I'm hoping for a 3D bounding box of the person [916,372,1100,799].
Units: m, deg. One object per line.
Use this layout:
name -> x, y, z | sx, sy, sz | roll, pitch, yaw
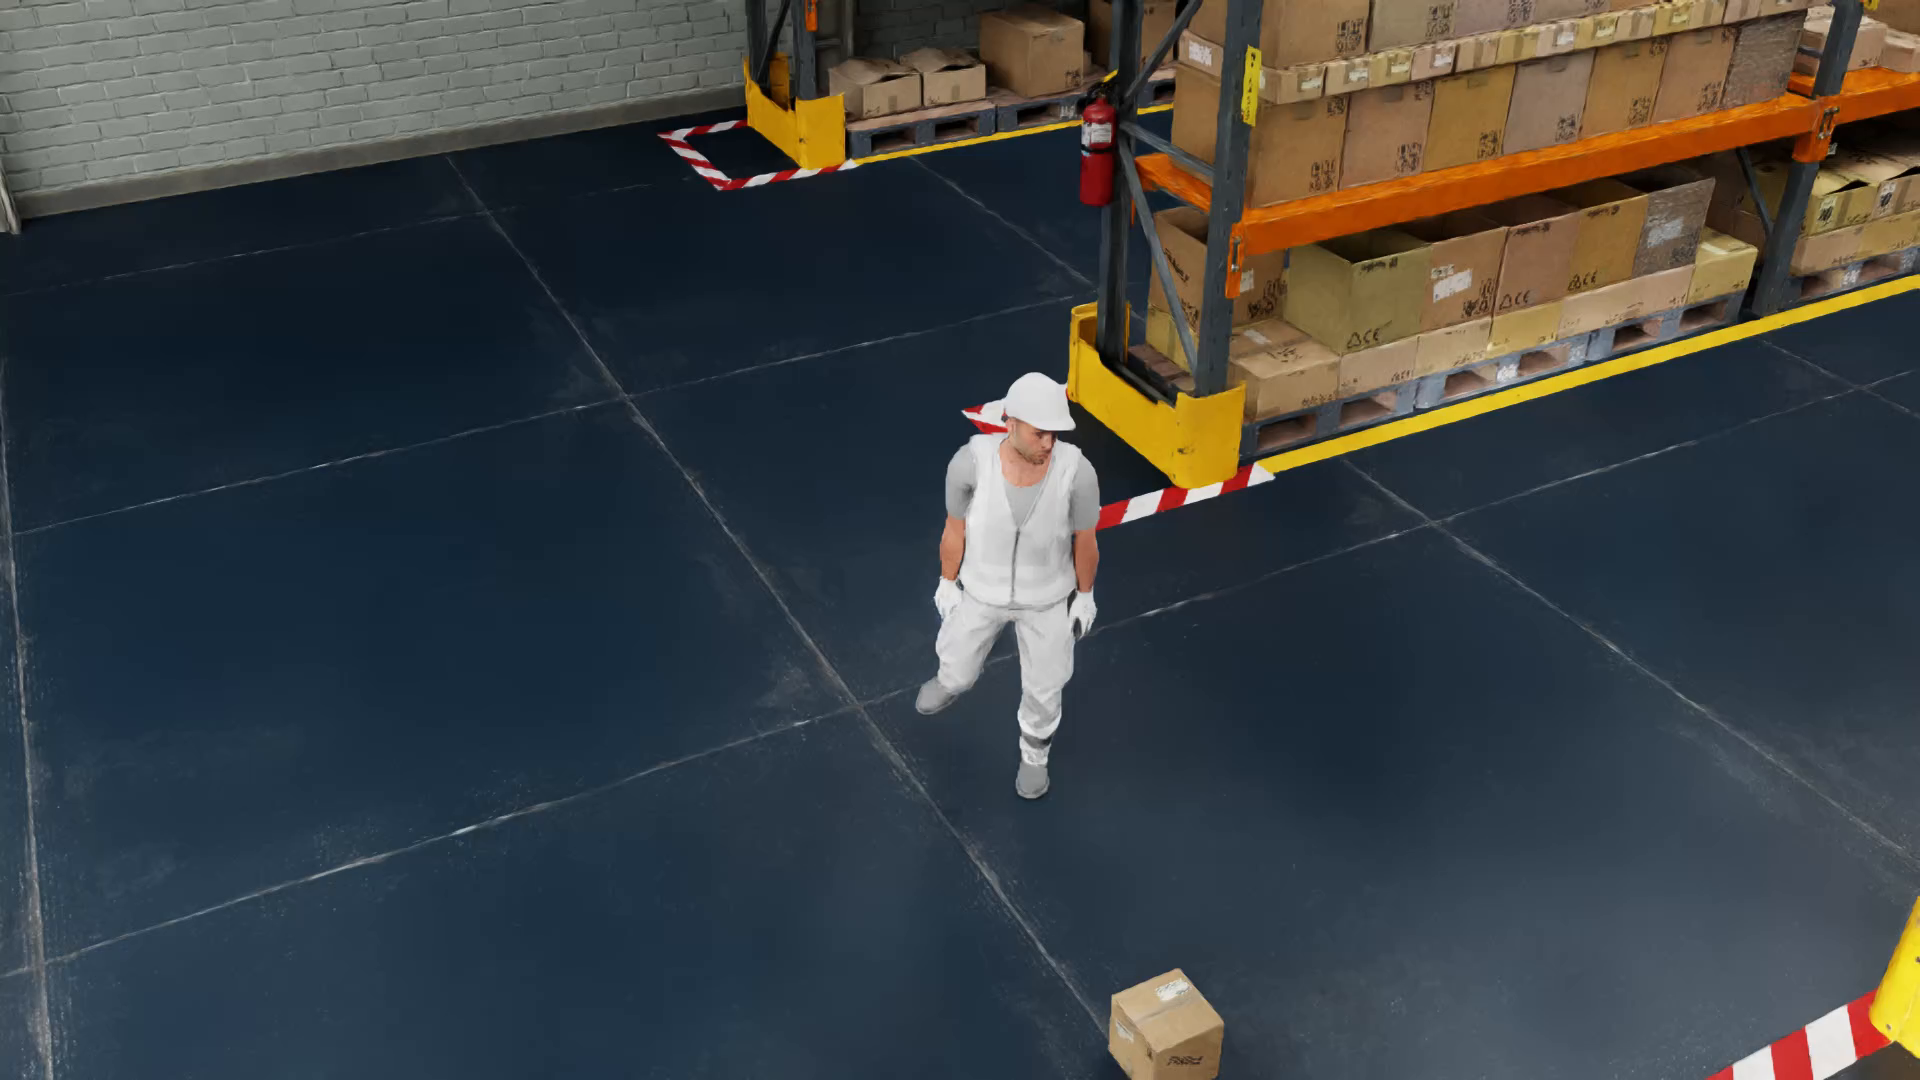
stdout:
person -> 0.154, 0.105, 5.977 | 0.692, 1.741, 0.649 | 4, 33, 6
